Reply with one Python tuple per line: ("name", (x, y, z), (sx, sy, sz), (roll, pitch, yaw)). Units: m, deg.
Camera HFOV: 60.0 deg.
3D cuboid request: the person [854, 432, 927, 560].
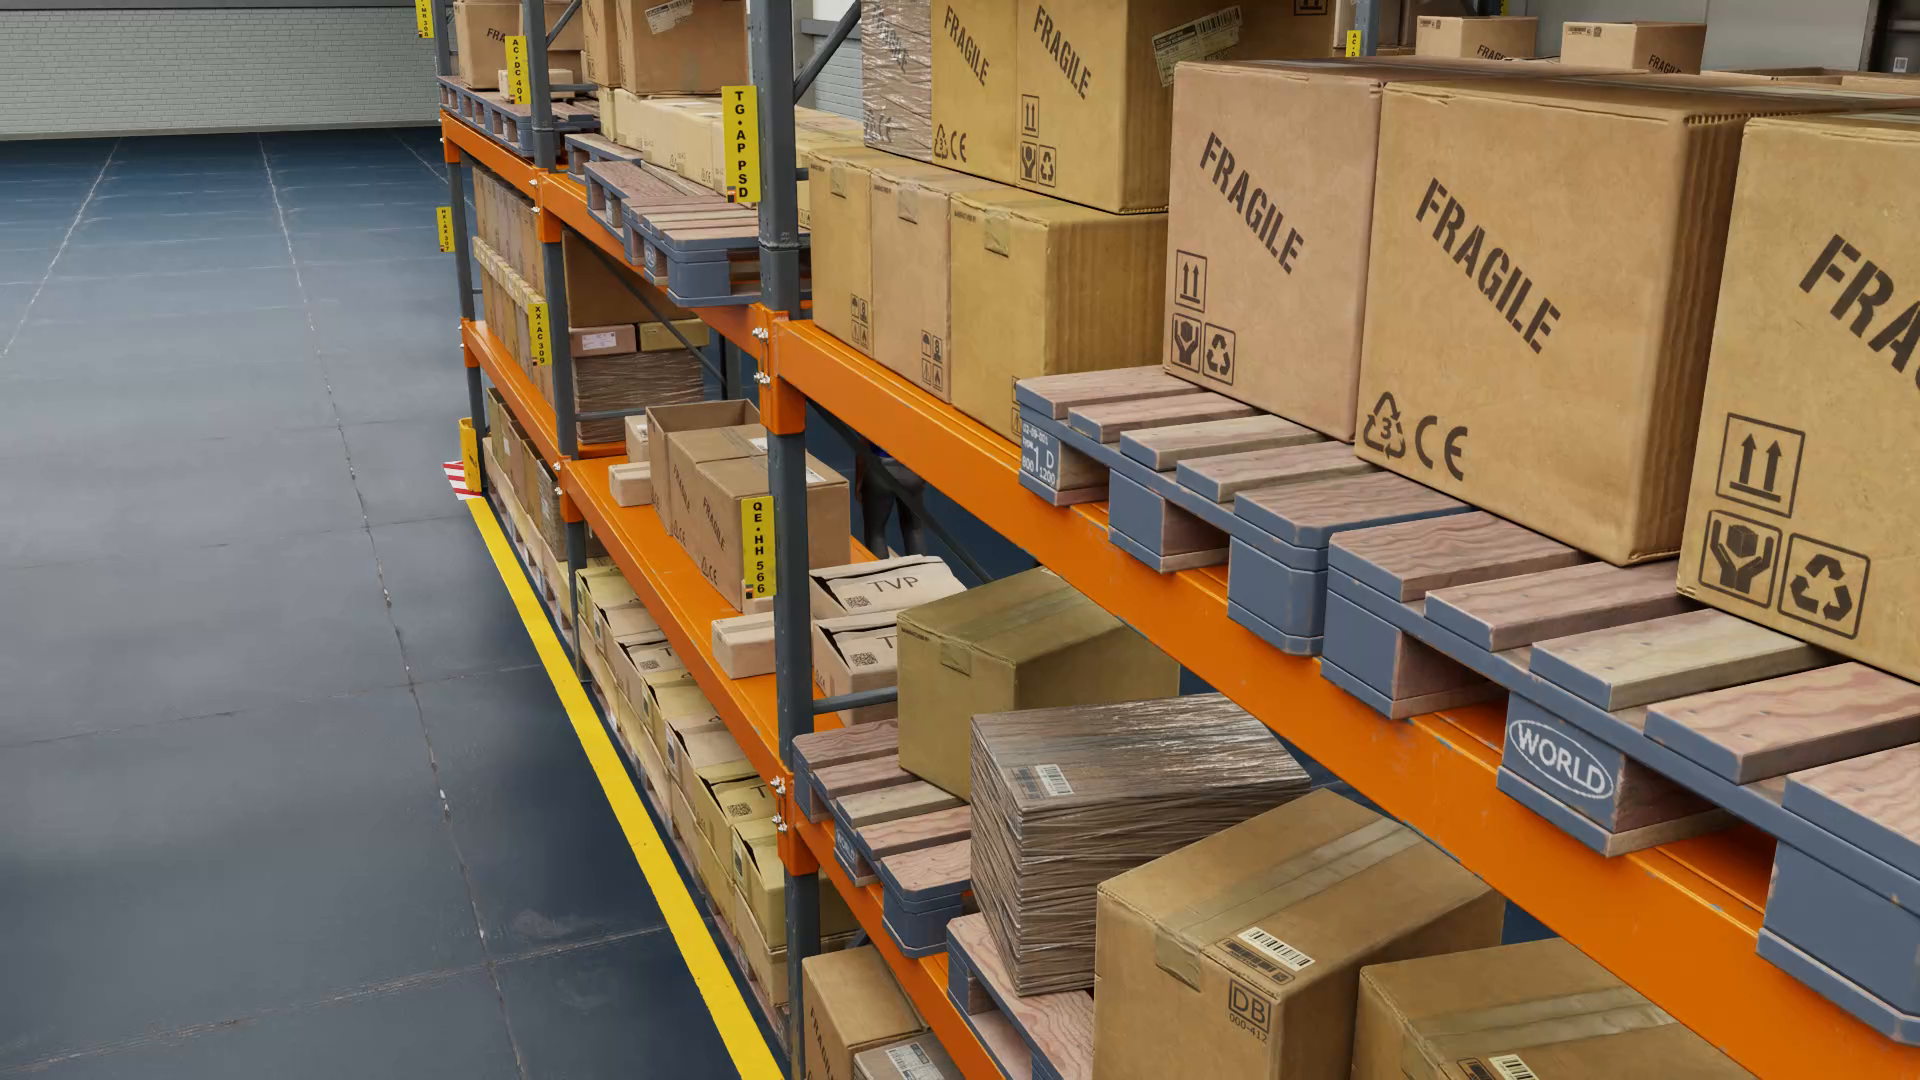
("person", (-0.413, -0.386, 10.198), (0.520, 1.653, 0.349), (-9, 21, -25))
